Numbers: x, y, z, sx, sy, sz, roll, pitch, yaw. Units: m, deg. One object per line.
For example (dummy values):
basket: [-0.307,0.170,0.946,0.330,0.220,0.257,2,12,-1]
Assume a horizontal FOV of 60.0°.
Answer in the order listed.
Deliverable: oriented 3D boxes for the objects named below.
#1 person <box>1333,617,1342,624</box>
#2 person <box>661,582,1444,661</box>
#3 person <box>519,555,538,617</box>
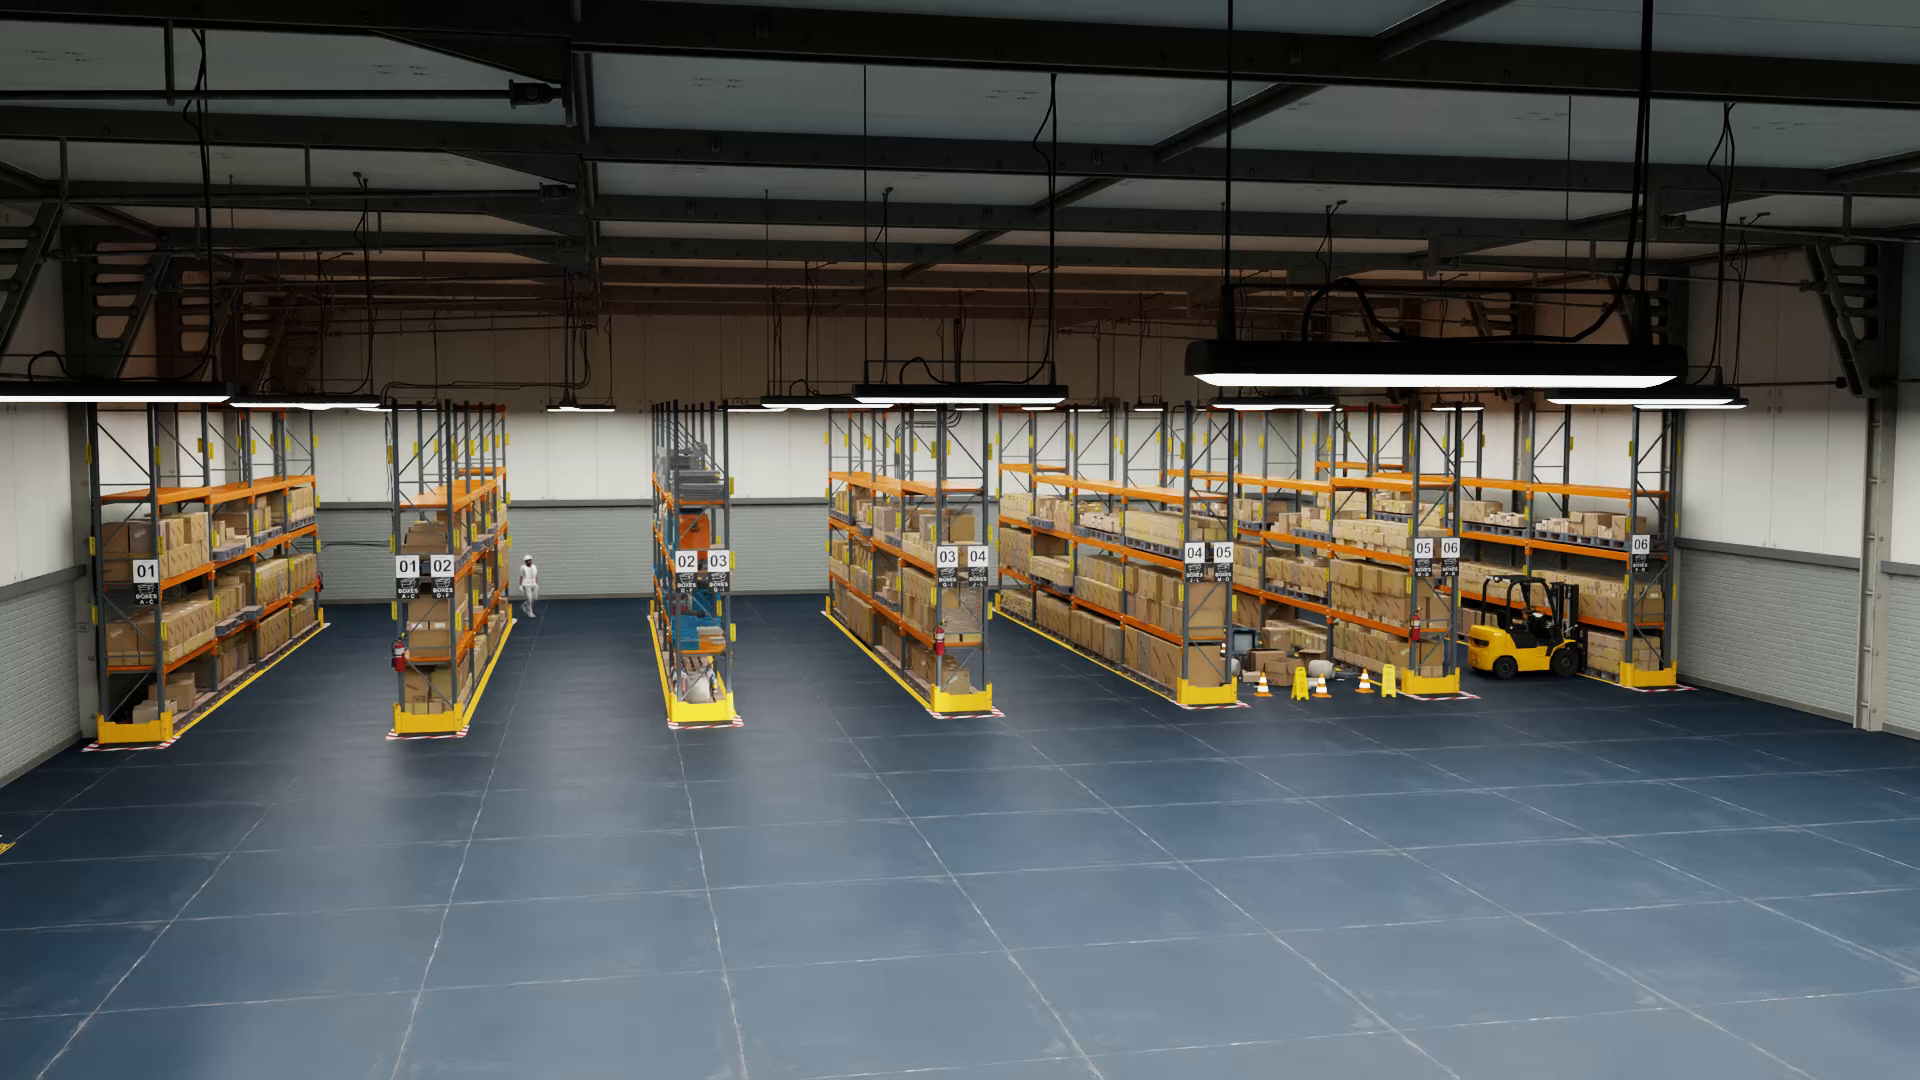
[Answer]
person: [10.324,1.467,45.430,0.465,1.669,0.496,4,6,42]
person: [1.943,1.891,40.004,12.955,1.708,14.055,-3,5,-38]
person: [-12.182,1.294,46.894,0.722,1.770,0.556,3,5,37]
